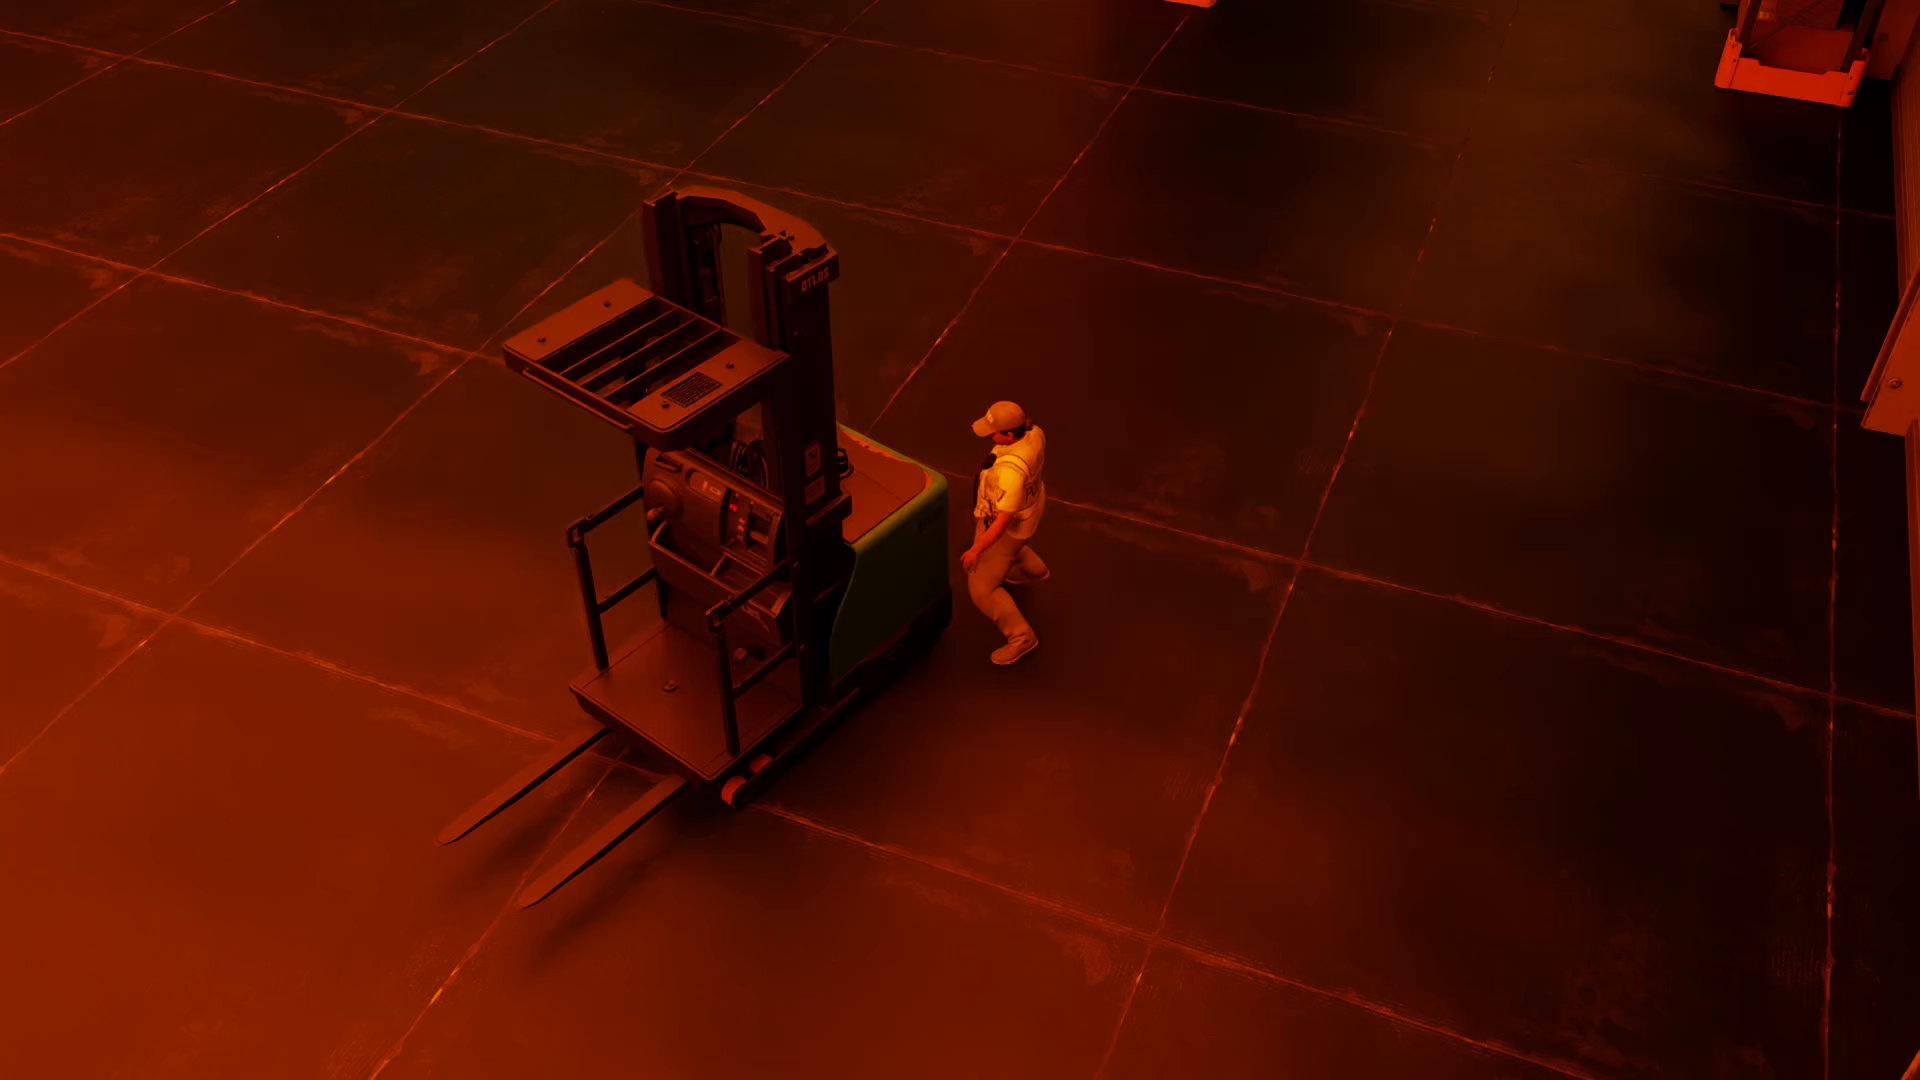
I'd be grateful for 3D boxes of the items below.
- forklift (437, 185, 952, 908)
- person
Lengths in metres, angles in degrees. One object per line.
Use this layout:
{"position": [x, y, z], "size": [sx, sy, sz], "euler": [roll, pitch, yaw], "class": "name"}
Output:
{"position": [-1.365, -0.101, 8.127], "size": [1.130, 2.935, 3.031], "euler": [27, 47, 29], "class": "forklift"}
{"position": [0.262, -0.154, 9.272], "size": [0.544, 1.575, 0.850], "euler": [13, 42, 15], "class": "person"}
